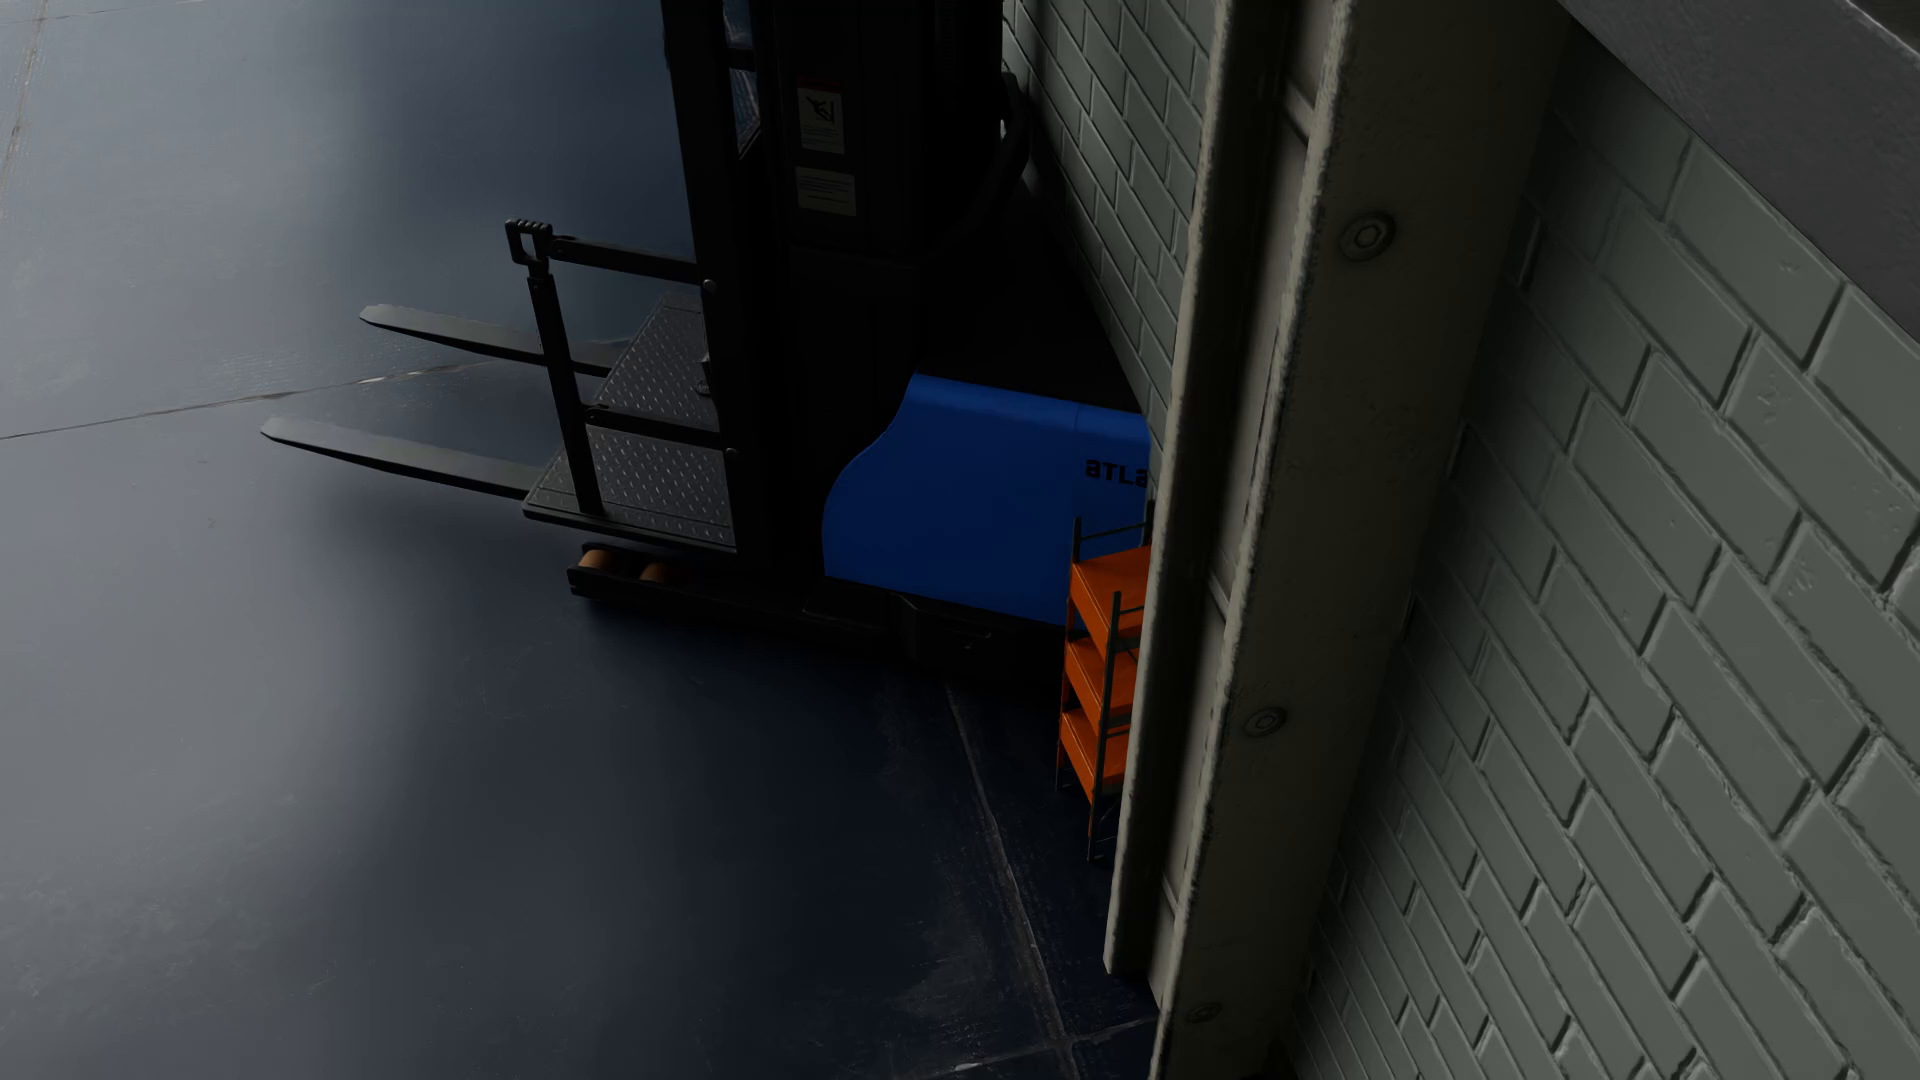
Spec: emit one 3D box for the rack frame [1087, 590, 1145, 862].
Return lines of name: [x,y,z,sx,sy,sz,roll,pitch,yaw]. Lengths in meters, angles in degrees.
rack frame: [0.434,0.462,4.062,0.200,1.050,0.008,-13,47,-13]

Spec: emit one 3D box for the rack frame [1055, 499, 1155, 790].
rack frame: [0.359,0.297,4.224,0.200,1.050,0.008,-13,47,-13]

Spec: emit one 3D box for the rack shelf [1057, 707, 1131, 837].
rack shelf: [0.396,0.582,4.349,0.215,0.259,0.240,-13,47,-13]

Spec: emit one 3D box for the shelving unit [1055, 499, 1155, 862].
shelving unit: [0.396,0.380,4.143,0.215,1.050,0.252,-13,47,-13]

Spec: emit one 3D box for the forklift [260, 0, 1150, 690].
forklift: [-0.678,-1.147,4.322,3.031,2.935,1.130,12,47,11]

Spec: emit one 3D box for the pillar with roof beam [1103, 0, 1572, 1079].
pillar with roof beam: [-3.601,-1.199,0.124,9.100,9.000,0.400,-11,47,-10]

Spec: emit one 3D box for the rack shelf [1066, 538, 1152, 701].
rack shelf: [0.396,0.188,3.948,0.215,0.259,0.240,-13,47,-13]

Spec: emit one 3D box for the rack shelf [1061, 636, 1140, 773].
rack shelf: [0.396,0.387,4.150,0.215,0.259,0.240,-13,47,-13]
